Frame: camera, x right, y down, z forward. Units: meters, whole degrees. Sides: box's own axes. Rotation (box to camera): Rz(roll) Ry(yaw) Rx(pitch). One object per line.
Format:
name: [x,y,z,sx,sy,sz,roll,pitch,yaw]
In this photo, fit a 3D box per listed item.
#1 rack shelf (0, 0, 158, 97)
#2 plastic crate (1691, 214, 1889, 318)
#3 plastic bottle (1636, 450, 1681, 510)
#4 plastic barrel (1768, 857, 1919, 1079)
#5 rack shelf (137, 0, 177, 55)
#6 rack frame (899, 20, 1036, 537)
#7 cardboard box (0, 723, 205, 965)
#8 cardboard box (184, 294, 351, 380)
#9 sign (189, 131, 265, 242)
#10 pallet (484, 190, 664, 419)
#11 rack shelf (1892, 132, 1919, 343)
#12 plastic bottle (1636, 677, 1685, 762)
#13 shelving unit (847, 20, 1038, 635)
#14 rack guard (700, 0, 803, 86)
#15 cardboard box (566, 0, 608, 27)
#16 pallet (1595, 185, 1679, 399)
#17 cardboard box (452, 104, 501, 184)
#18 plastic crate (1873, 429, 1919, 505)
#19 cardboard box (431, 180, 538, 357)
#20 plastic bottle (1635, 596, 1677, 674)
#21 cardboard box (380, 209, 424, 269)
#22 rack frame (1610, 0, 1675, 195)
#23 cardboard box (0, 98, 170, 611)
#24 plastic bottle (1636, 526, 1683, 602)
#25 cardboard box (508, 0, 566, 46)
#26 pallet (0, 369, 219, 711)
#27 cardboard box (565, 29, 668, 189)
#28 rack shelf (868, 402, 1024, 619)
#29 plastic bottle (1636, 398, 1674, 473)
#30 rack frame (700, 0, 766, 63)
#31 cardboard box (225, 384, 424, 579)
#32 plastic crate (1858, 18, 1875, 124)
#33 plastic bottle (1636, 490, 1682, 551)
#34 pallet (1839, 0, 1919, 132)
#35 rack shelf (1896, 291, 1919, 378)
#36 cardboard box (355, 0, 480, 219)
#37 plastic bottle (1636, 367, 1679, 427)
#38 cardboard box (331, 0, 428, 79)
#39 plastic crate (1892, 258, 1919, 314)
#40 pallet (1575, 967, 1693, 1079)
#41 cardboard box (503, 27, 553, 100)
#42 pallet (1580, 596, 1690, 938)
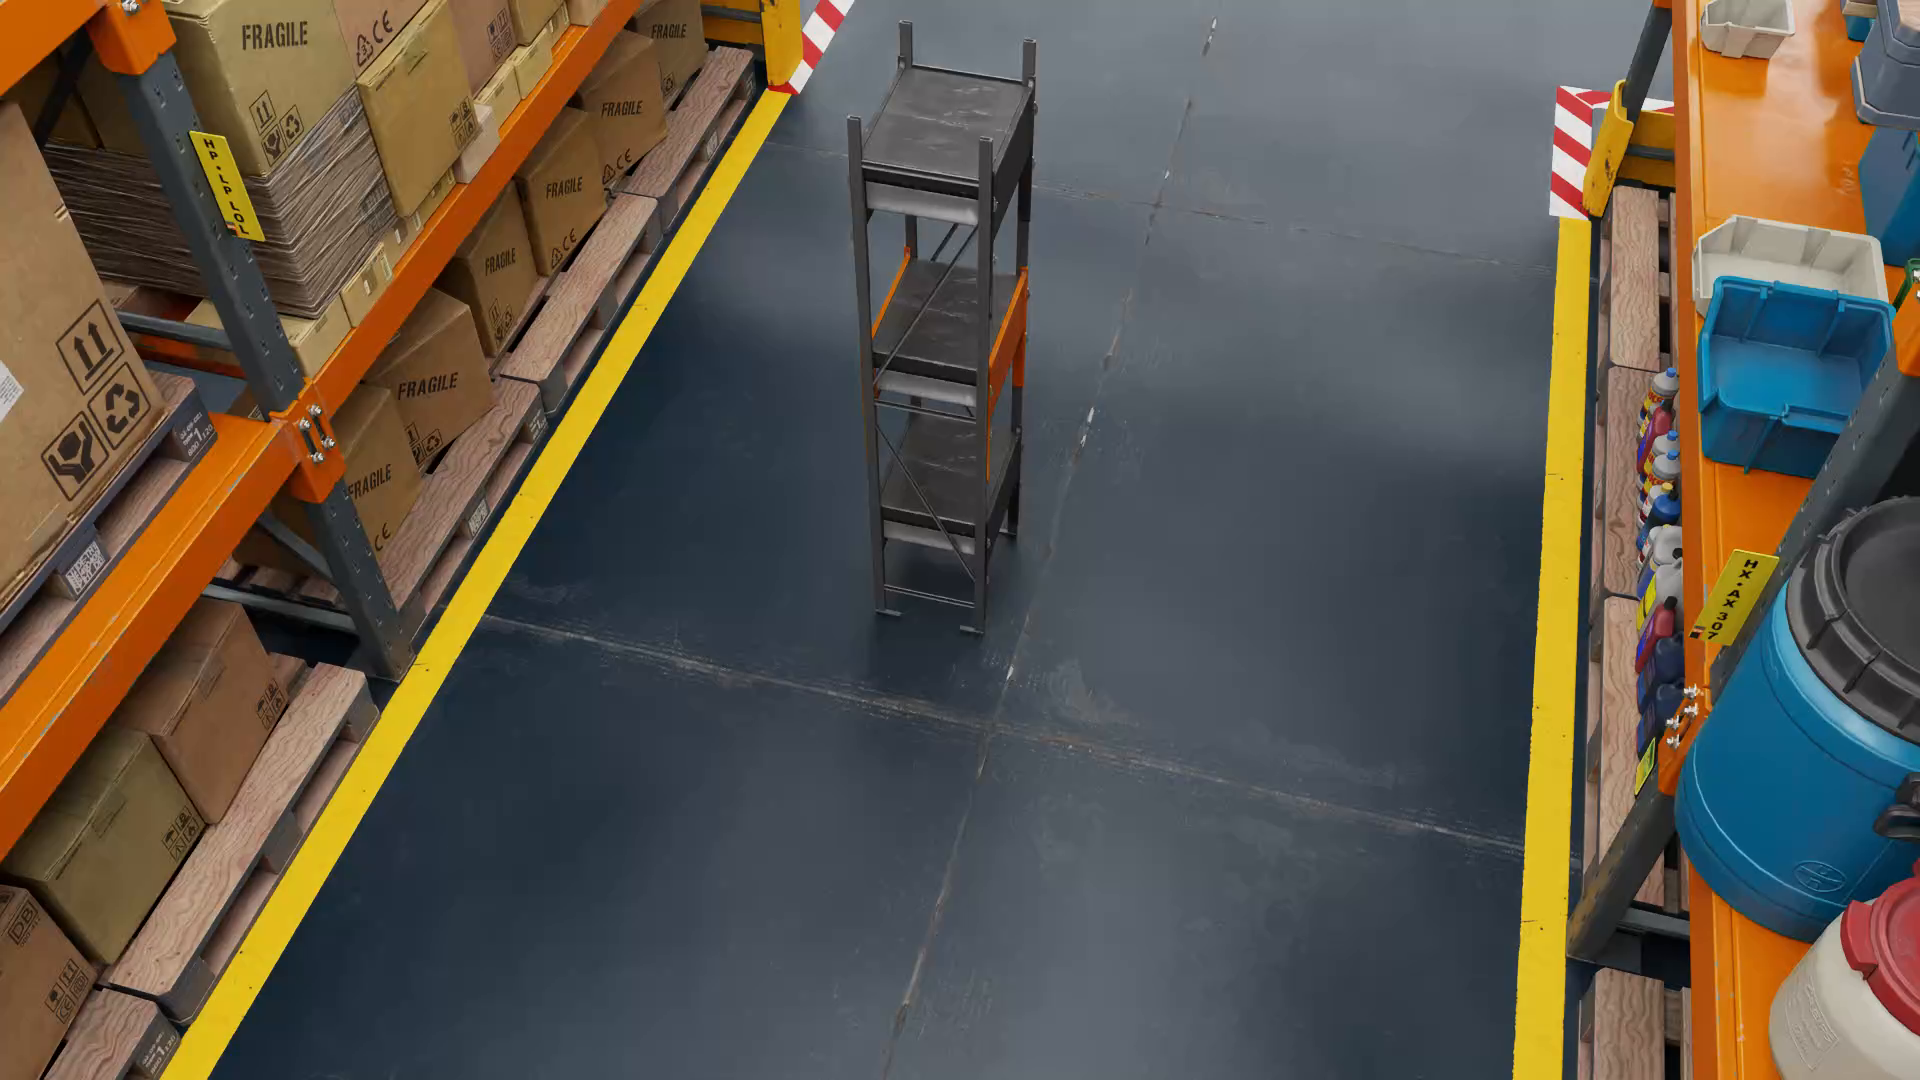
rack shelf: [-2.945,0.062,2.674,1.077,0.370,4.000,12,50,10]
plastic crate: [2.543,-0.790,5.122,0.530,0.136,0.437,12,50,10]
plastic bottle: [2.518,-0.218,5.968,0.097,0.271,0.097,0,49,0]
plastic barrel: [1.896,0.951,3.319,0.433,0.535,0.433,0,49,0]
rack shelf: [-1.892,-2.831,5.227,1.077,0.370,4.000,12,50,10]
rack frame: [0.021,-0.752,5.513,0.400,2.100,0.015,12,50,10]
cardboard box: [-2.745,0.833,4.888,0.700,0.500,0.500,11,50,10]
cardboard box: [-2.072,-0.643,4.984,0.380,0.149,0.250,12,50,10]
sign: [-1.882,-0.906,4.277,0.100,0.325,0.005,12,50,10]
pallet: [-1.957,-1.085,7.067,1.003,0.211,1.213,12,50,10]
rack shelf: [2.886,-1.854,4.364,1.077,0.370,4.000,12,50,10]
plastic bottle: [2.251,0.556,5.232,0.144,0.351,0.185,10,49,9]
shelving unit: [-0.044,-0.575,5.357,0.431,2.100,0.503,12,50,10]
rack guard: [-1.386,-2.641,8.247,1.175,0.500,0.348,12,50,10]
cardboard box: [-1.535,-2.087,6.259,0.380,0.149,0.250,12,50,10]
pallet: [3.219,-0.972,6.967,1.003,0.211,1.213,12,50,10]
cardboard box: [-1.792,-1.363,5.620,0.380,0.149,0.250,12,50,10]
plastic crate: [2.620,0.015,4.278,0.767,0.338,0.504,12,50,10]
cardboard box: [-2.044,-1.103,6.610,0.500,0.500,0.500,8,49,7]
plastic bottle: [2.304,0.313,5.491,0.061,0.283,0.133,15,50,13]
cardboard box: [-1.955,-1.007,5.306,0.380,0.149,0.250,12,50,10]
rack frame: [3.412,-2.546,6.496,1.000,3.000,0.127,12,50,10]
cardboard box: [-2.763,-0.420,3.940,1.000,1.000,1.000,12,50,10]
plastic bottle: [2.433,0.091,5.692,0.152,0.276,0.135,12,50,11]
cardboard box: [-1.869,-2.164,5.895,0.875,0.500,0.500,12,50,10]
pallet: [-2.760,-0.042,4.415,1.003,0.211,1.213,12,50,10]
cardboard box: [-1.671,-1.947,7.355,0.500,0.500,0.500,24,53,20]
rack shelf: [-0.044,-0.103,5.892,0.431,0.518,0.480,12,50,10]
plastic bottle: [2.557,-0.382,6.105,0.061,0.283,0.133,12,50,11]
rack frame: [-1.366,-3.523,7.359,1.000,3.000,0.127,12,50,10]
cardboard box: [-2.275,-0.223,5.833,0.500,0.500,0.500,10,49,9]
plastic crate: [3.393,-1.607,5.767,0.499,0.251,0.408,12,50,10]
plastic bottle: [2.465,-0.072,5.839,0.097,0.271,0.097,0,49,0]
pallet: [2.455,-1.124,3.366,1.213,0.211,1.003,12,50,10]
rack shelf: [1.833,1.040,1.811,1.077,0.370,4.000,12,50,10]
cardboard box: [-2.075,-1.429,5.246,0.875,0.500,0.500,12,50,10]
plastic bottle: [2.634,-0.539,6.251,0.097,0.271,0.097,0,49,0]
cardboard box: [-1.925,-1.729,4.844,0.500,0.500,0.500,12,50,10]
plastic crate: [2.989,-0.508,4.839,0.450,0.188,0.662,12,50,10]
pallet: [2.190,1.846,4.480,1.003,0.211,1.213,12,50,10]
cardboard box: [-1.690,-1.730,5.944,0.380,0.149,0.250,12,50,10]
pallet: [2.576,0.793,5.410,1.003,0.211,1.213,12,50,10]
